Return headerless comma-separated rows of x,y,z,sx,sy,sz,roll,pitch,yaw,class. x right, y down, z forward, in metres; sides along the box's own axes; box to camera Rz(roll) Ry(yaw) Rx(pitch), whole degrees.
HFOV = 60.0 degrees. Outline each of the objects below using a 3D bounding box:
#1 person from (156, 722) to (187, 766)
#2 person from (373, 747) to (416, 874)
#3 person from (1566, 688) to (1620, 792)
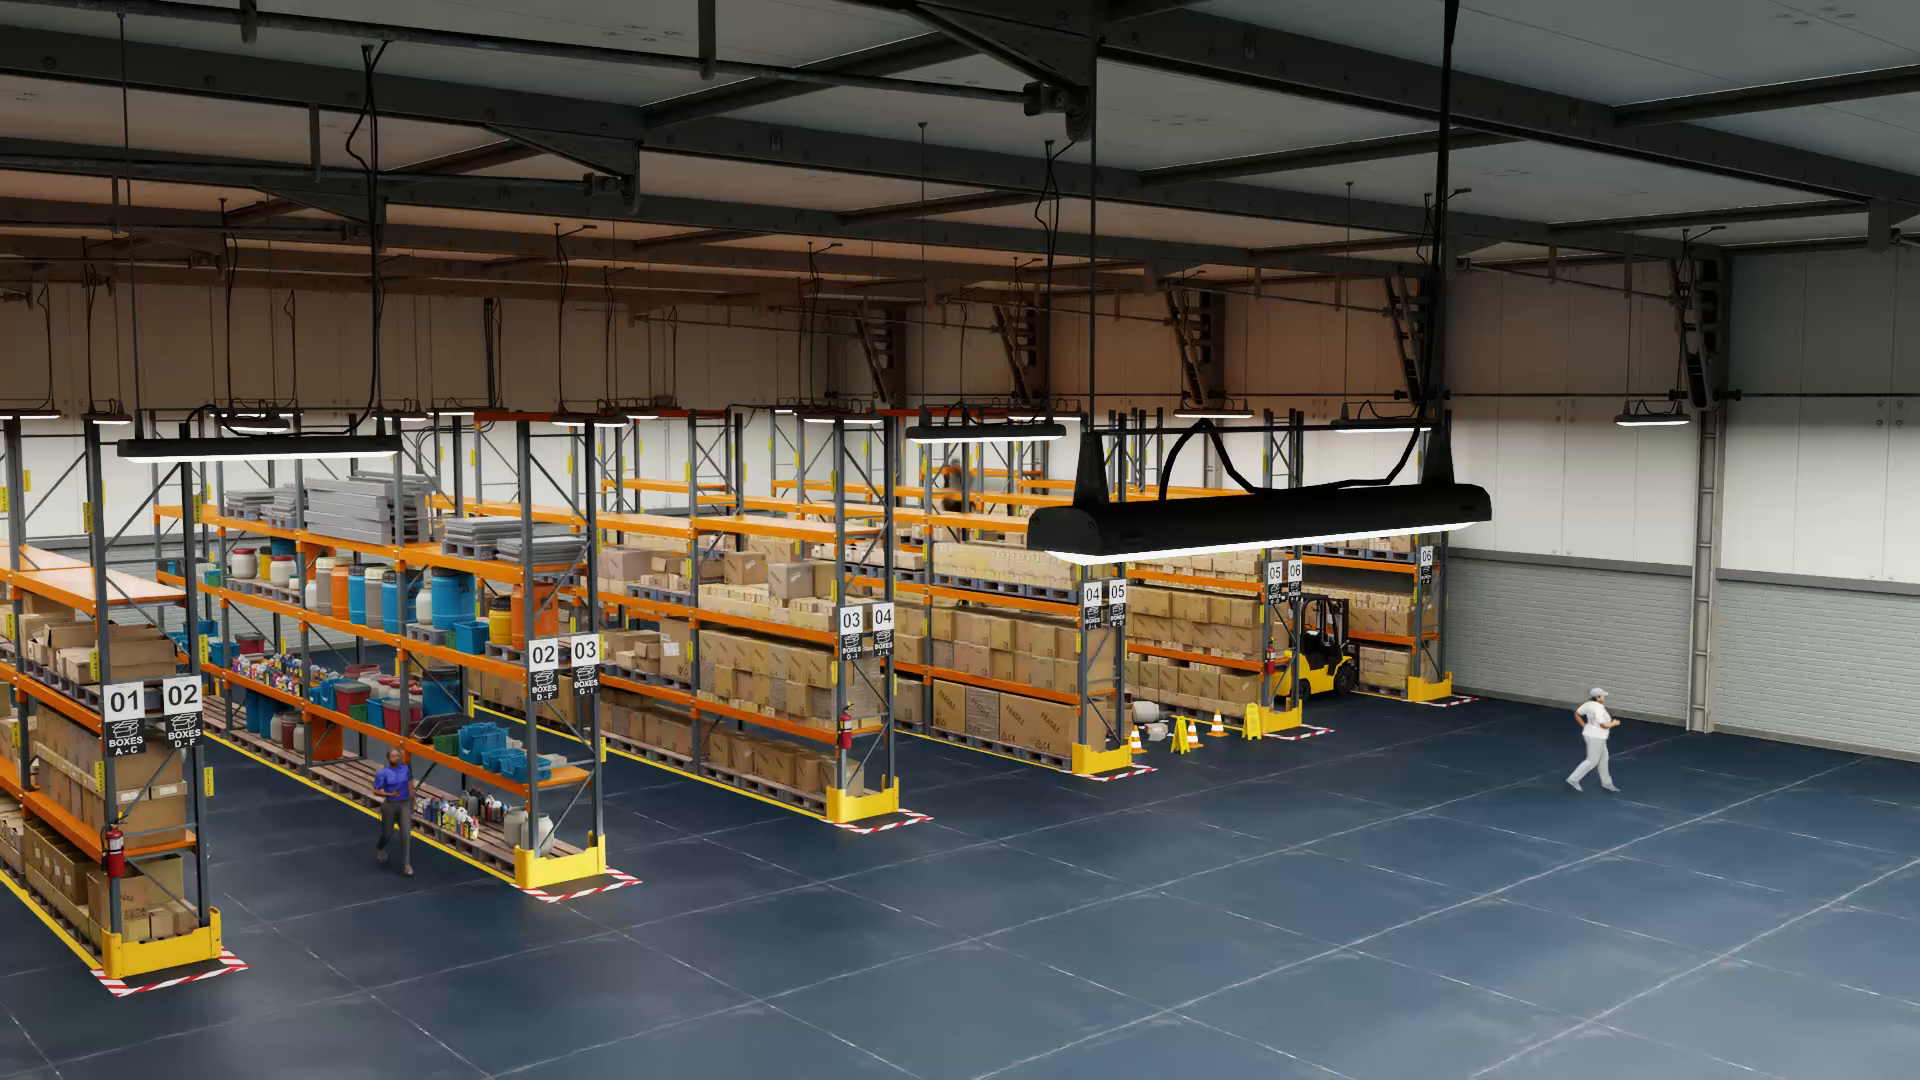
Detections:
-12.604,3.136,26.473,0.780,1.748,0.663,4,7,40,person
-7.499,3.569,22.094,0.585,1.618,0.898,-4,6,-37,person
10.052,3.173,26.330,0.883,1.694,0.589,0,5,3,person
